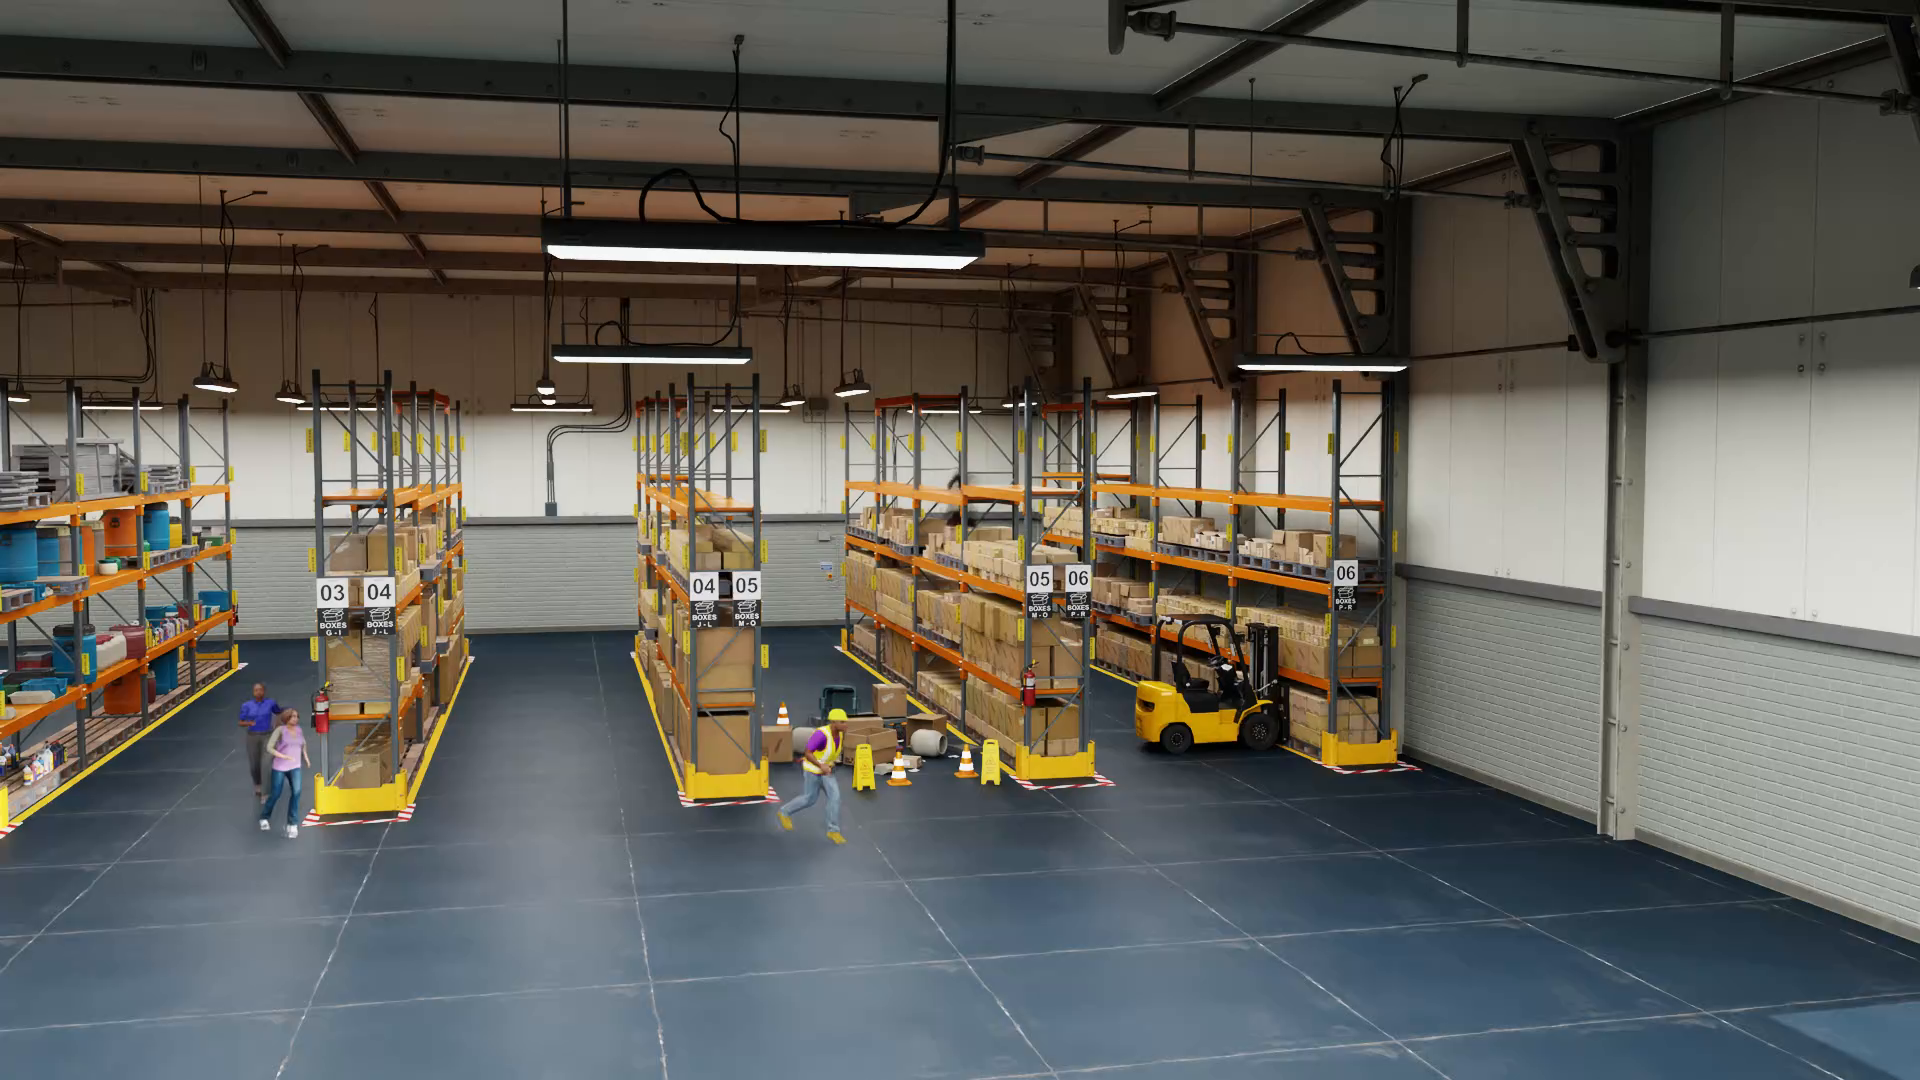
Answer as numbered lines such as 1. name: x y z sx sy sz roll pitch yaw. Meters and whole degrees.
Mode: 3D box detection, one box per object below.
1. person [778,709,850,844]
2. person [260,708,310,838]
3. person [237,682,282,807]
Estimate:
1. person: -1.846 2.962 21.055 1.047 1.709 0.734 1 4 23
2. person: -8.622 2.963 21.372 0.731 1.609 0.600 3 4 41
3. person: -9.753 2.811 23.175 0.579 1.666 0.875 -1 4 -21
